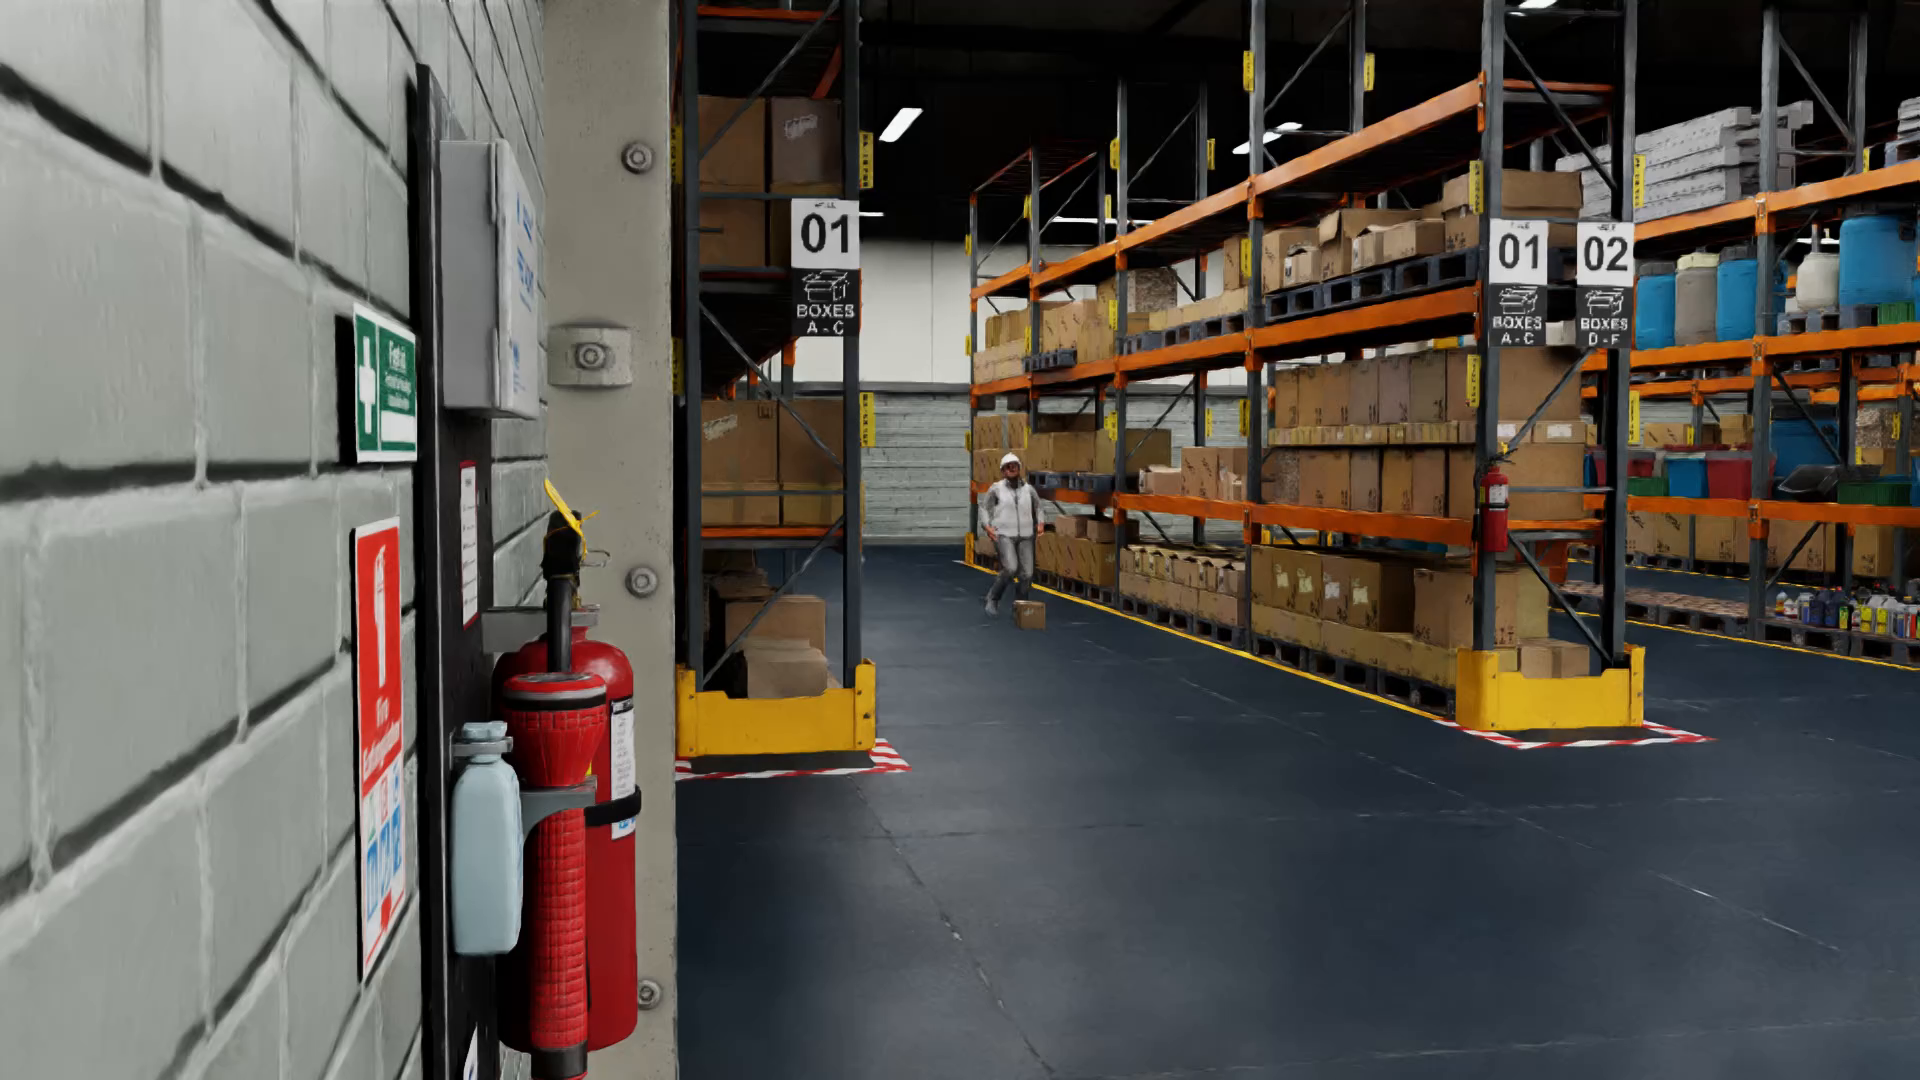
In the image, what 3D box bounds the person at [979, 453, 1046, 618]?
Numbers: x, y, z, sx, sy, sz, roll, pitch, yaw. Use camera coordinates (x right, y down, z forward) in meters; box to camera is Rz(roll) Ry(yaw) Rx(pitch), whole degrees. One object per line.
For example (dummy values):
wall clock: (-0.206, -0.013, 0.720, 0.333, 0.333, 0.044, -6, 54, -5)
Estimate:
person: (0.595, -0.037, 17.421, 0.702, 1.744, 0.507, -1, 3, -23)
